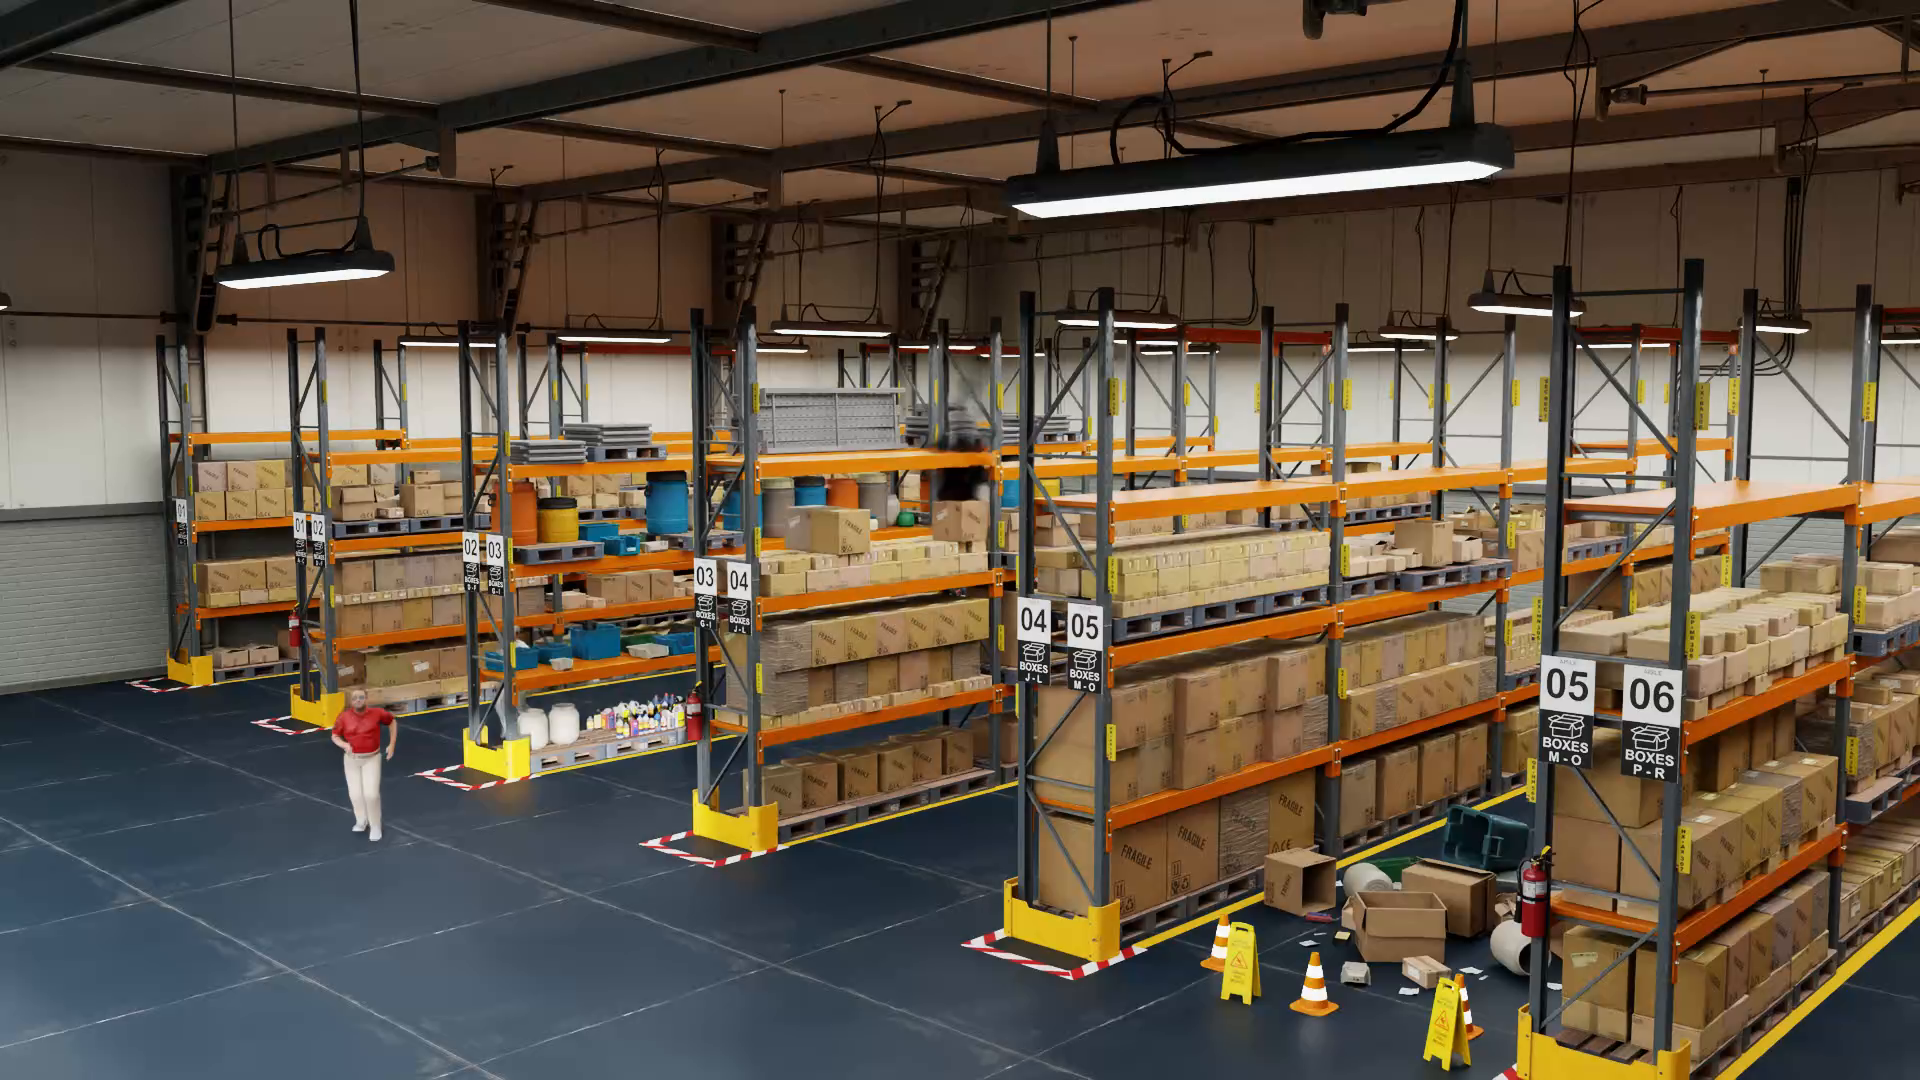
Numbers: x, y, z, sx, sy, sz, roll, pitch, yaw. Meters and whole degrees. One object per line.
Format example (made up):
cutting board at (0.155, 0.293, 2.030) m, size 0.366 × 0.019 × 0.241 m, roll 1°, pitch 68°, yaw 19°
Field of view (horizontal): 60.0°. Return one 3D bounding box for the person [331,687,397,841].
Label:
person at (-6.785, 2.566, 18.884) m, size 0.644 × 1.798 × 0.752 m, roll -1°, pitch 5°, yaw -11°

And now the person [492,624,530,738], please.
person at (-6.529, 2.072, 24.306) m, size 0.579 × 1.695 × 0.701 m, roll 2°, pitch 6°, yaw 23°
